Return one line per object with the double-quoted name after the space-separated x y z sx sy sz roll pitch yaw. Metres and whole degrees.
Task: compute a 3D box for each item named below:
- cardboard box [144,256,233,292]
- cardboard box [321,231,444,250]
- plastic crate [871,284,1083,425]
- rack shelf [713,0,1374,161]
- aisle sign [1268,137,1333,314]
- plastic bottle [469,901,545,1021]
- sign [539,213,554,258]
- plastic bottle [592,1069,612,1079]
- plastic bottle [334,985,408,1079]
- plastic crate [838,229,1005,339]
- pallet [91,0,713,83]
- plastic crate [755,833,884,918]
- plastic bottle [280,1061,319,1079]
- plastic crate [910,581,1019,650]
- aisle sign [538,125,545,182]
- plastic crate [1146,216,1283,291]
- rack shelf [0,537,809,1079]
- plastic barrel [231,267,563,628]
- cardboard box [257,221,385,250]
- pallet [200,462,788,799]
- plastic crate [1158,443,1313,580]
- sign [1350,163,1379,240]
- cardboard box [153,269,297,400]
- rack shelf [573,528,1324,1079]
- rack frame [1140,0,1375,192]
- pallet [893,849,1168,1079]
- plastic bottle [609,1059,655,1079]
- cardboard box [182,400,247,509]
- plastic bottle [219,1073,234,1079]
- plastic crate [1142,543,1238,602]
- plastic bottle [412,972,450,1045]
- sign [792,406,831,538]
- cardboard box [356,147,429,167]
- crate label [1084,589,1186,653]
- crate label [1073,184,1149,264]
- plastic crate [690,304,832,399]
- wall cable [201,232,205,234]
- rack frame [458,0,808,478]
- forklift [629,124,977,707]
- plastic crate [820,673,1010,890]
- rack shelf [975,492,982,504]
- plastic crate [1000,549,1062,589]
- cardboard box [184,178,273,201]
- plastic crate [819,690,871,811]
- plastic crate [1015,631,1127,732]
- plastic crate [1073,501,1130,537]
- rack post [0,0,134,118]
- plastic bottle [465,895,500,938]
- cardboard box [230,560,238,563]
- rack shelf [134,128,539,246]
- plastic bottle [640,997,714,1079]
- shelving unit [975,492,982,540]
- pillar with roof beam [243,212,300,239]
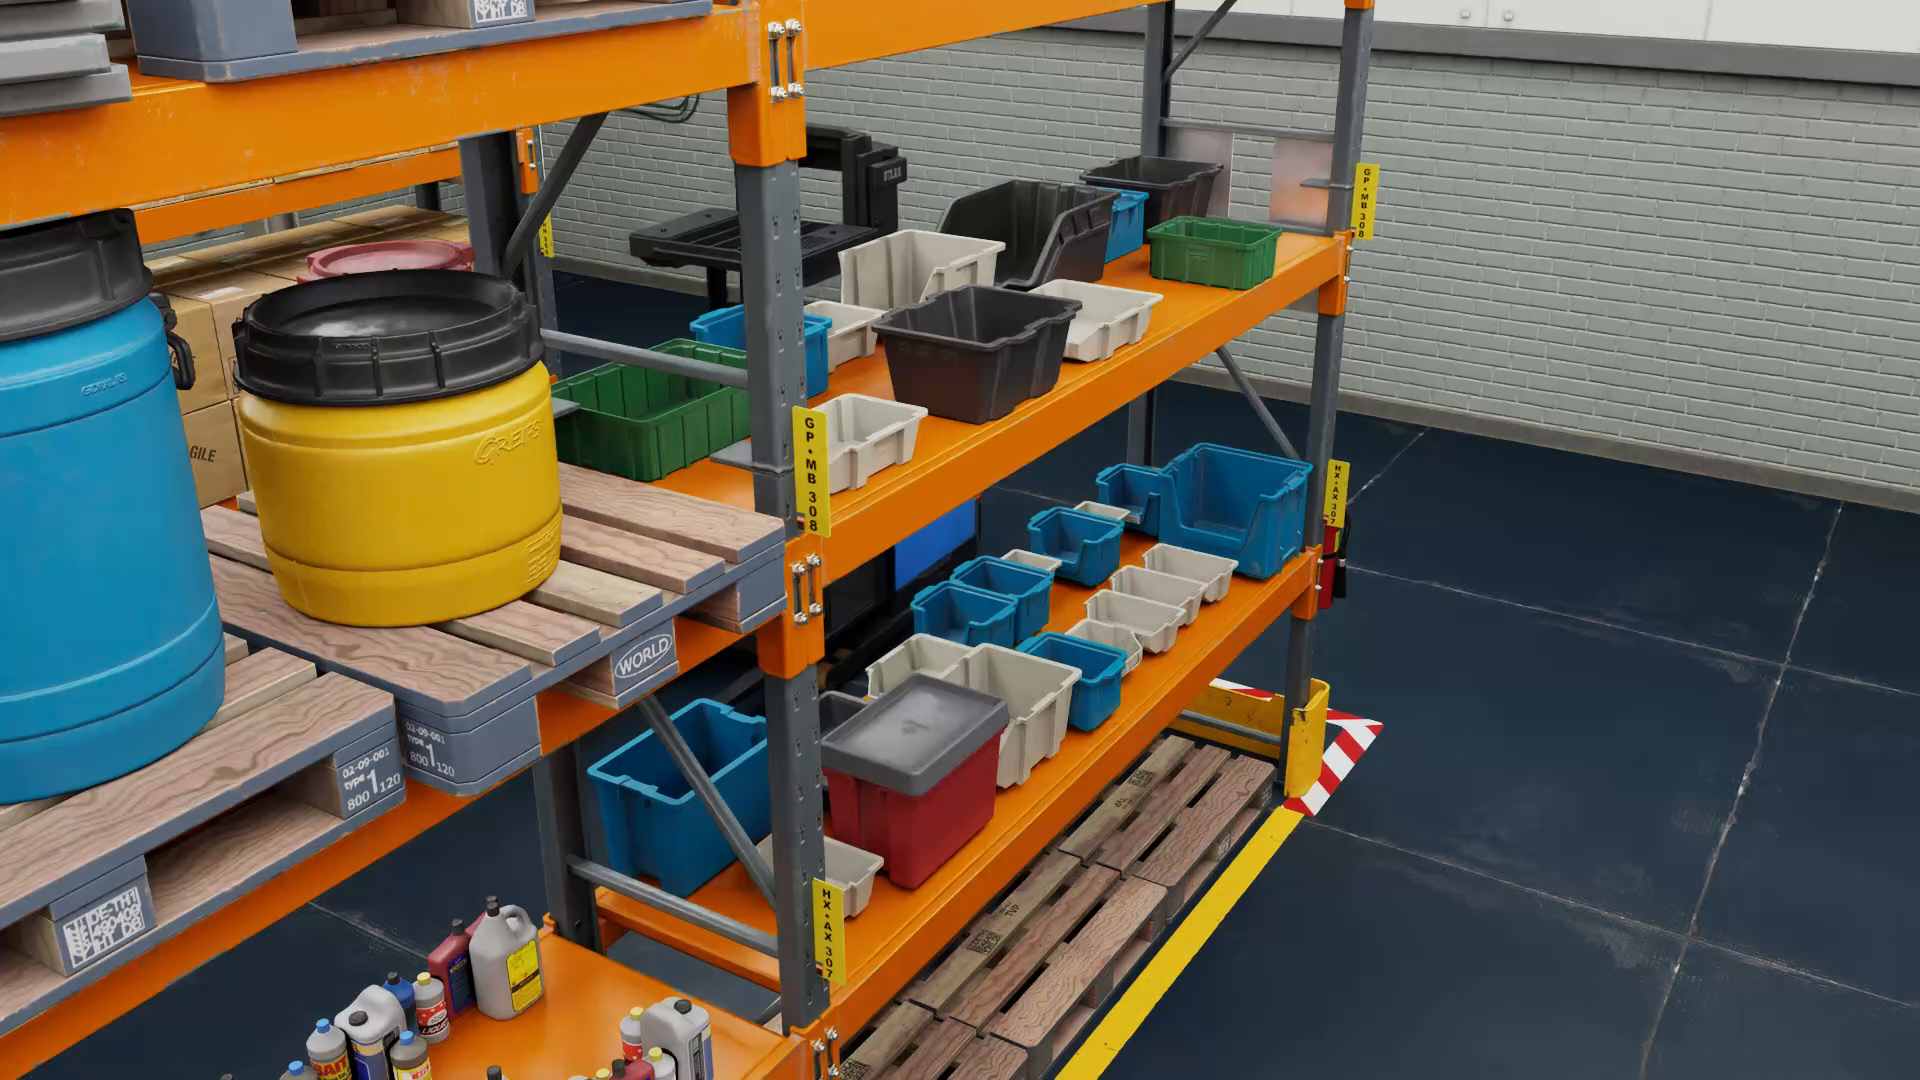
-4.188 -1.183 8.822 0.500 0.500 0.500 14 27 28 "cardboard box"
-3.192 -1.416 9.361 0.500 0.500 0.500 15 27 30 "cardboard box"
0.059 -0.579 5.200 0.497 0.269 0.590 14 27 29 "plastic crate"
0.226 -1.815 5.524 1.077 0.370 4.000 14 27 29 "rack shelf"
1.568 -1.407 7.451 0.394 0.787 0.004 14 27 29 "aisle sign"
-1.312 1.187 4.795 0.144 0.351 0.185 14 27 29 "plastic bottle"
-2.464 -1.843 9.877 0.100 0.325 0.005 14 27 29 "sign"
-0.922 1.469 4.332 0.097 0.201 0.097 0 23 0 "plastic bottle"
-1.590 1.356 4.498 0.152 0.276 0.135 14 27 29 "plastic bottle"
-0.151 -0.889 5.902 0.437 0.282 0.530 14 27 29 "plastic crate"
-1.240 -1.098 3.200 1.003 0.211 1.213 14 27 29 "pallet"
-0.462 1.066 5.269 0.396 0.136 0.243 14 27 29 "plastic crate"
-1.726 1.457 4.359 0.097 0.201 0.097 0 23 0 "plastic bottle"
0.018 0.359 6.781 0.416 0.233 0.300 14 27 29 "plastic crate"
-2.629 -2.442 9.842 0.394 0.787 0.004 14 27 29 "aisle sign"
1.003 -1.137 6.592 0.450 0.188 0.336 14 27 29 "plastic crate"
-1.884 0.728 2.922 1.077 0.370 4.000 14 27 29 "rack shelf"
-1.138 -0.206 3.408 0.600 0.588 0.600 0 23 0 "plastic barrel"
-3.653 -1.522 9.606 0.500 0.500 0.500 14 27 29 "cardboard box"
-1.160 0.095 3.718 1.213 0.211 1.003 14 27 29 "pallet"
1.263 -0.142 7.683 0.616 0.435 0.499 14 27 29 "plastic crate"
1.757 -1.469 7.224 0.100 0.325 0.005 14 27 29 "sign"
-3.733 -1.067 8.554 0.500 0.500 0.500 15 27 31 "cardboard box"
0.226 0.755 6.637 1.077 0.370 4.000 14 27 29 "rack shelf"
1.281 -3.004 6.861 1.000 3.000 0.127 14 27 29 "rack frame"
0.168 1.709 7.036 1.003 0.211 1.213 14 27 29 "pallet"
-0.846 1.441 4.292 0.061 0.283 0.133 14 27 29 "plastic bottle"
-4.002 -0.443 8.371 0.500 0.500 0.500 14 27 29 "cardboard box"
-1.854 1.487 4.186 0.061 0.283 0.133 14 27 29 "plastic bottle"
1.004 0.156 7.370 0.396 0.136 0.243 14 27 29 "plastic crate"
-1.501 1.313 4.692 0.097 0.201 0.097 0 23 0 "plastic bottle"
-0.363 -0.165 4.069 0.100 0.325 0.005 14 27 29 "sign"
-3.245 -2.203 8.975 0.500 0.250 0.500 14 27 29 "cardboard box"
0.713 0.350 6.922 0.396 0.136 0.243 14 27 29 "crate label"
0.520 -1.315 6.924 0.408 0.251 0.502 14 27 29 "crate label"
-0.620 -0.574 5.236 0.416 0.233 0.300 14 27 29 "plastic crate"
-7.264 -3.423 14.103 0.084 1.984 1.851 14 27 29 "wall cable"
-0.829 -1.654 3.743 1.000 3.000 0.127 14 27 29 "rack frame"
-1.044 -0.699 9.176 1.130 2.935 3.031 12 26 26 "forklift"
-0.145 0.794 5.485 0.402 0.464 0.583 14 27 29 "plastic crate"
-0.008 -0.285 11.113 0.258 0.103 0.180 14 27 29 "rack shelf"
0.274 0.177 7.322 0.250 0.136 0.298 14 27 29 "plastic crate"
-3.776 -1.866 8.197 0.500 0.250 0.500 14 27 29 "cardboard box"
-0.467 0.764 5.980 0.437 0.125 0.590 14 27 29 "plastic crate"
0.415 0.546 6.349 0.416 0.233 0.300 14 27 29 "plastic crate"
0.631 -0.052 7.851 0.250 0.136 0.298 14 27 29 "plastic crate"
-1.789 -0.714 2.202 0.937 0.300 0.954 17 29 34 "rack post"
-1.385 1.187 4.878 0.061 0.283 0.133 14 27 29 "plastic bottle"
-4.049 0.369 9.211 0.797 0.503 0.637 14 27 29 "cardboard box"
-3.980 -1.661 8.442 1.077 0.370 4.000 14 27 29 "rack shelf"
-0.762 1.357 4.496 0.152 0.276 0.135 14 27 29 "plastic bottle"
-0.008 -0.546 11.000 0.258 1.200 0.189 14 27 29 "shelving unit"
-2.789 -5.270 12.097 9.100 9.000 0.400 14 27 29 "pillar with roof beam"
